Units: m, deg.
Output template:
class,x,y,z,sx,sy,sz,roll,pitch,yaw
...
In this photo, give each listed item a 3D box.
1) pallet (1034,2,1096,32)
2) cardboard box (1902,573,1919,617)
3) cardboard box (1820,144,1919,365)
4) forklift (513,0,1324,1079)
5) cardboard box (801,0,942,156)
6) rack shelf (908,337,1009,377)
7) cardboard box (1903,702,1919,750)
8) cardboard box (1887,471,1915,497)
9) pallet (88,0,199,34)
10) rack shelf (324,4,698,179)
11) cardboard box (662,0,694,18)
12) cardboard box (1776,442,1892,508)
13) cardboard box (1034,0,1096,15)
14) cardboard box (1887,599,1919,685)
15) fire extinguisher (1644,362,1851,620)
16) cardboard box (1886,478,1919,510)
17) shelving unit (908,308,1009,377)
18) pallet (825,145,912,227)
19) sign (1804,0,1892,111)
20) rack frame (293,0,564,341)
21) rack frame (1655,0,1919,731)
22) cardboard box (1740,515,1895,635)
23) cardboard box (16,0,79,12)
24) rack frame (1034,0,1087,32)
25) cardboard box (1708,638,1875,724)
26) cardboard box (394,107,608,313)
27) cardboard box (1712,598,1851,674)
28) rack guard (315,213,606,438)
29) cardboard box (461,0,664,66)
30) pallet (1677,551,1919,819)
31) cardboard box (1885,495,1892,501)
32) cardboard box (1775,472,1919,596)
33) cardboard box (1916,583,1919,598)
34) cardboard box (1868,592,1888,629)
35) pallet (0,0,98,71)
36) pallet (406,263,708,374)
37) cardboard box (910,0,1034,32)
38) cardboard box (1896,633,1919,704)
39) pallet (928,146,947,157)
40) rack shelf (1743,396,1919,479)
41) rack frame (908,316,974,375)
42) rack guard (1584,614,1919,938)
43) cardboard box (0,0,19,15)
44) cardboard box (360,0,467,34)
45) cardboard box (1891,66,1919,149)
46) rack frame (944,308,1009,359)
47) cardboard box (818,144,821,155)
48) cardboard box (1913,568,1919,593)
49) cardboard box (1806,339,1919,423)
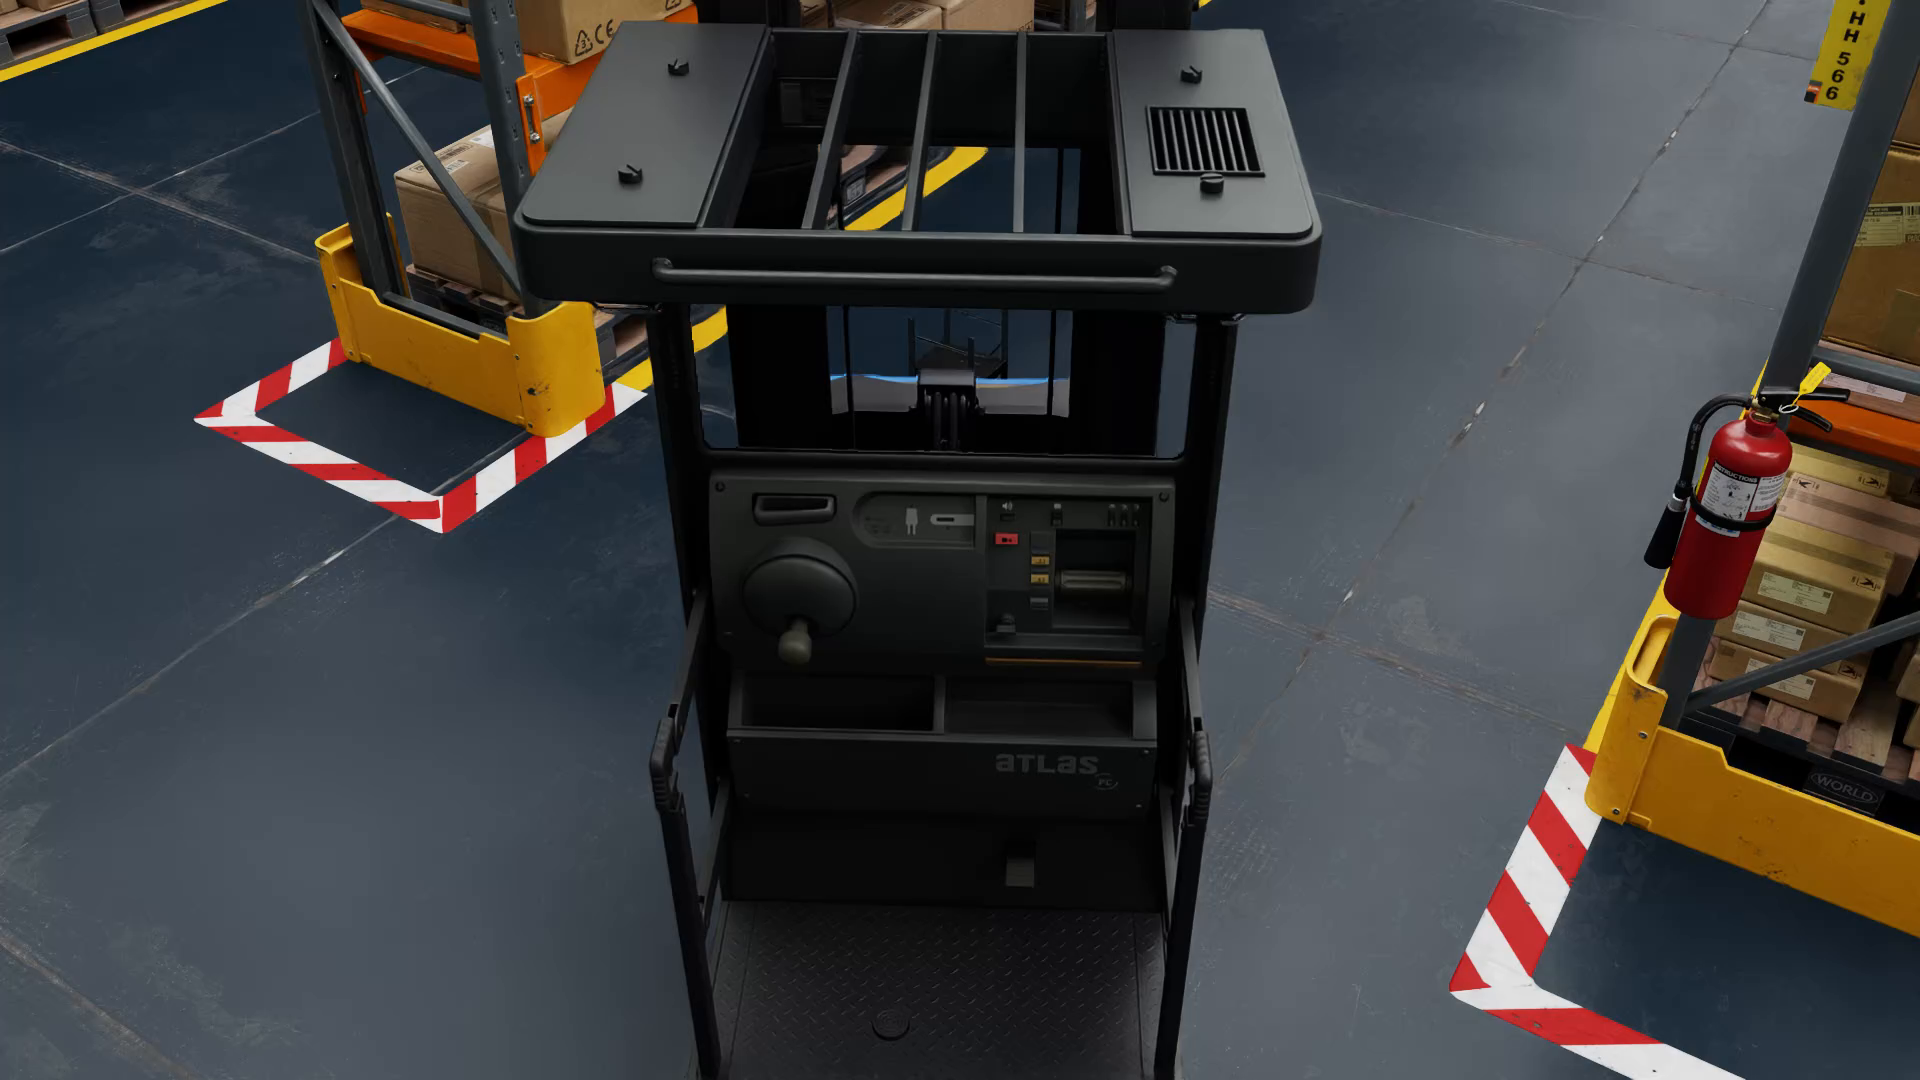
class,x,y,z,sx,sy,sz,roll,pitch,yaw
pallet,0.573,-3.228,9.765,1.003,0.211,1.213,21,42,25
cardboard box,3.064,0.224,4.993,0.380,0.149,0.250,22,43,26
cardboard box,2.338,-0.754,3.946,0.500,0.500,0.500,22,43,26
forklift,-0.044,0.132,3.178,1.130,2.935,3.031,1,38,2
cardboard box,-0.682,-2.311,8.046,0.875,0.438,0.875,20,42,24
rack shelf,-0.004,-0.540,5.325,0.258,0.077,0.200,21,42,25
cardboard box,2.866,0.516,4.614,0.380,0.149,0.250,22,43,26
cardboard box,2.791,-0.308,5.197,0.380,0.149,0.250,19,42,23
pallet,-4.991,-3.442,10.042,1.003,0.211,1.213,21,42,25
rack shelf,-0.848,-2.594,7.247,1.077,0.370,4.000,21,42,25
cardboard box,-1.172,-2.311,6.209,0.500,0.500,0.500,21,42,25
cardboard box,2.599,-0.195,5.050,0.380,0.149,0.250,20,42,24
cardboard box,0.488,-3.581,9.334,0.875,0.875,0.875,23,43,26
cardboard box,2.937,0.355,4.824,0.380,0.149,0.250,21,42,25
fire extinguisher,1.790,-0.124,3.822,0.296,0.674,0.183,21,42,25
cardboard box,2.864,-0.175,5.267,0.380,0.149,0.250,21,42,25
shelving unit,-0.004,-0.352,5.470,0.258,0.900,0.210,21,42,25
pallet,-0.903,-1.808,7.922,1.003,0.211,1.213,21,42,25
sign,1.857,-1.057,3.457,0.100,0.325,0.005,21,42,25
rack frame,-1.919,-1.848,5.690,1.000,3.000,0.127,21,42,25
rack frame,2.315,-0.281,3.658,1.000,3.000,0.127,21,42,25
cardboard box,2.384,0.090,4.680,0.380,0.149,0.250,22,43,26
cardboard box,-5.214,-3.358,9.353,0.700,0.500,0.500,23,43,27
rack frame,0.224,-3.910,8.365,1.000,3.000,0.127,21,42,25
cardboard box,2.420,0.342,4.840,0.380,0.149,0.250,22,43,26
cardboard box,-1.650,-1.373,6.828,0.875,0.438,0.875,20,42,24
cardboard box,2.356,0.199,4.783,0.380,0.149,0.250,20,42,24
rack guard,-1.932,-0.846,6.438,1.175,0.500,0.348,21,42,25
cardboard box,-1.420,-2.041,5.859,0.500,0.500,0.500,21,42,25
pallet,2.820,0.377,5.088,1.003,0.211,1.213,21,42,25
cardboard box,2.633,-0.070,5.131,0.380,0.149,0.250,19,42,23
cardboard box,2.567,-0.020,4.823,0.380,0.149,0.250,22,43,26
cardboard box,2.928,0.106,4.660,0.380,0.149,0.250,22,43,26
cardboard box,2.542,0.081,4.935,0.380,0.149,0.250,20,42,24
pallet,-5.645,-2.816,9.230,1.003,0.211,1.213,21,42,25
pallet,-1.557,-1.181,7.110,1.003,0.211,1.213,21,42,25
cardboard box,-0.203,-2.773,8.645,0.875,0.438,0.875,21,42,24
cardboard box,2.812,0.378,4.550,0.380,0.149,0.250,23,43,27
pallet,-0.250,-2.439,8.741,1.003,0.211,1.213,21,42,25
rack shelf,3.386,-1.027,5.215,1.077,0.370,4.000,21,42,25
rack frame,-0.059,-0.300,5.402,0.240,0.900,0.006,21,42,25
rack guard,2.355,0.670,4.472,1.175,0.500,0.348,21,42,25
cardboard box,-5.444,-2.998,9.173,0.380,0.149,0.250,19,42,23
cardboard box,-1.884,-2.223,6.095,0.500,0.500,0.500,21,42,25
cardboard box,2.350,-1.152,3.643,0.500,0.500,0.500,20,42,24
rack frame,0.050,-0.405,5.538,0.240,0.900,0.006,21,42,25
cardboard box,-1.167,-1.847,7.444,0.875,0.438,0.875,22,43,26
cardboard box,3.063,0.100,4.911,0.380,0.149,0.250,22,43,26
cardboard box,2.251,-0.442,4.072,0.380,0.149,0.250,21,42,25
